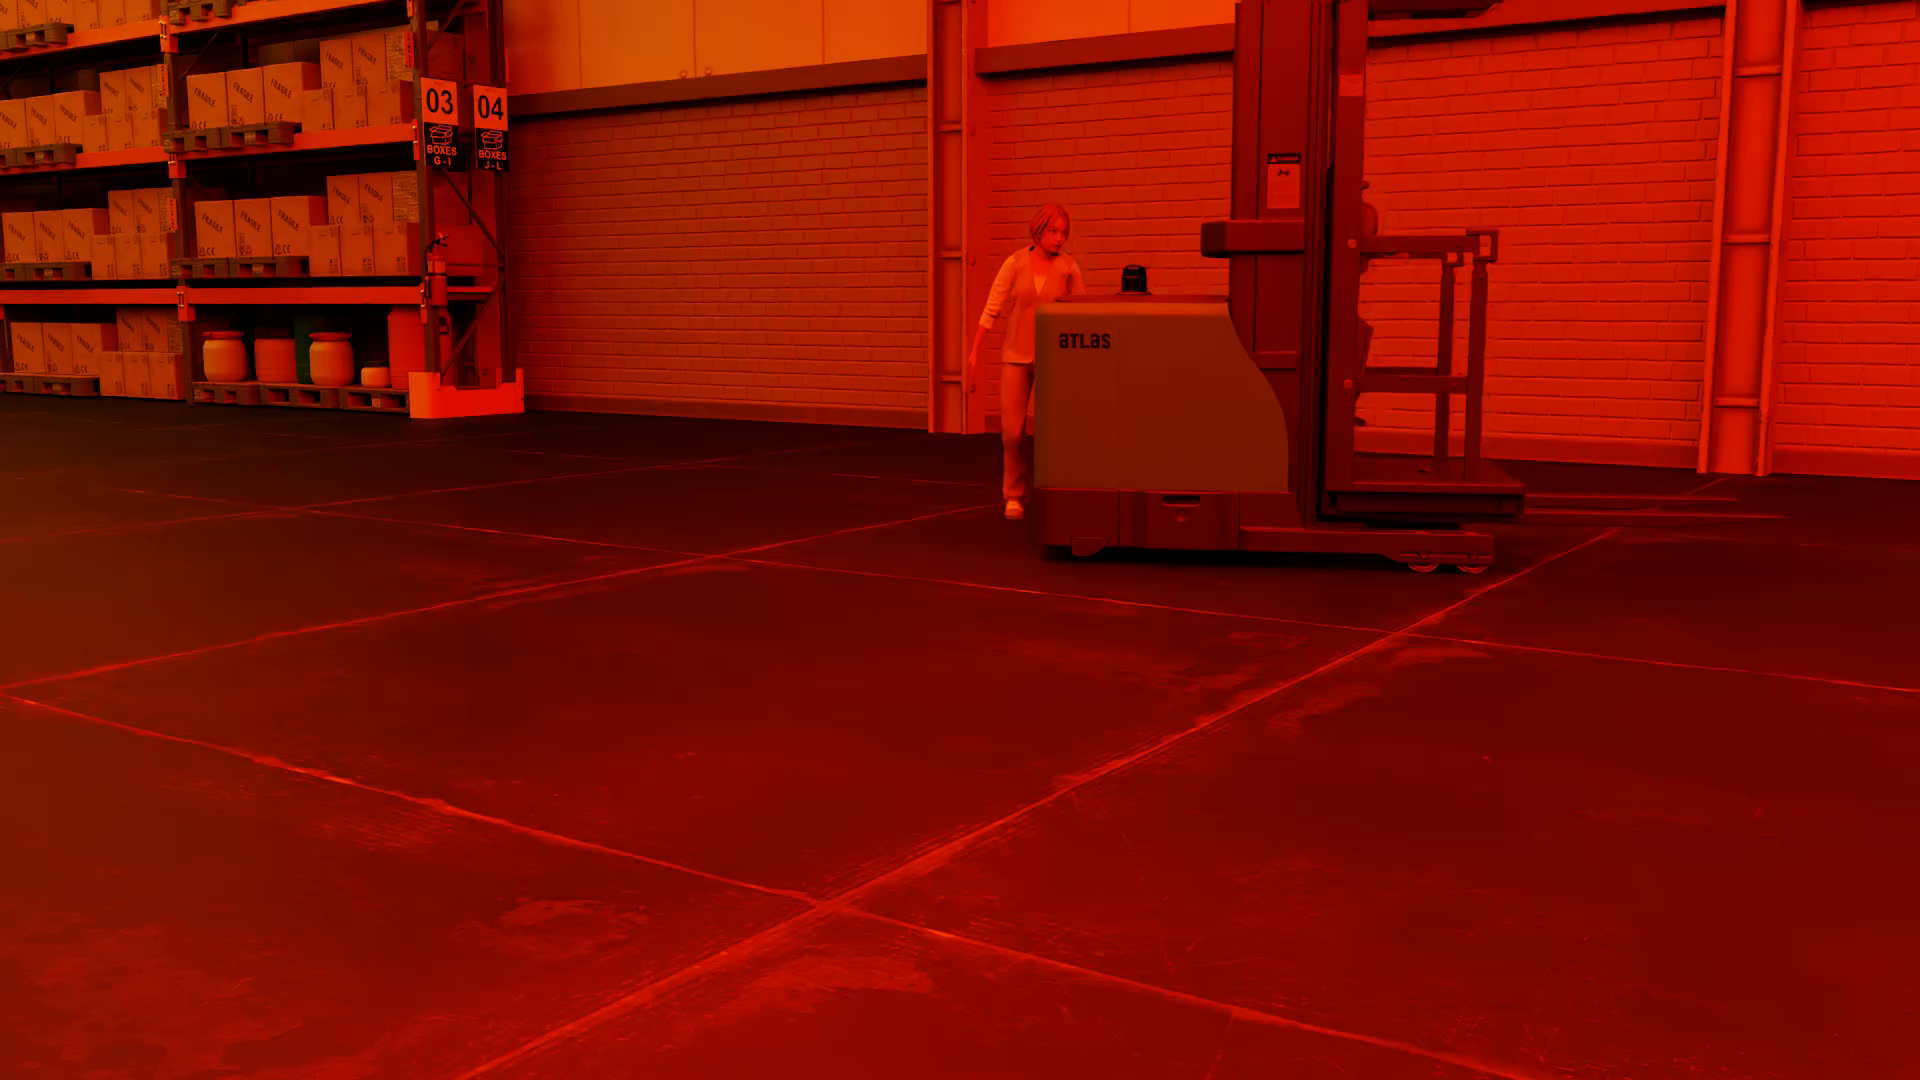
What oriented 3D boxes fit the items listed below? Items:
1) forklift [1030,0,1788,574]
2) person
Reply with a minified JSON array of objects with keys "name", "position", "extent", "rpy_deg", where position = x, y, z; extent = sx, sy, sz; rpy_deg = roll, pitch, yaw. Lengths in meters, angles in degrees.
[{"name":"forklift","position":[1.861,-1.397,7.019],"extent":[3.031,2.935,1.130],"rpy_deg":[1,8,9]},{"name":"person","position":[0.403,-0.862,8.267],"extent":[0.742,1.564,0.405],"rpy_deg":[1,8,4]}]
